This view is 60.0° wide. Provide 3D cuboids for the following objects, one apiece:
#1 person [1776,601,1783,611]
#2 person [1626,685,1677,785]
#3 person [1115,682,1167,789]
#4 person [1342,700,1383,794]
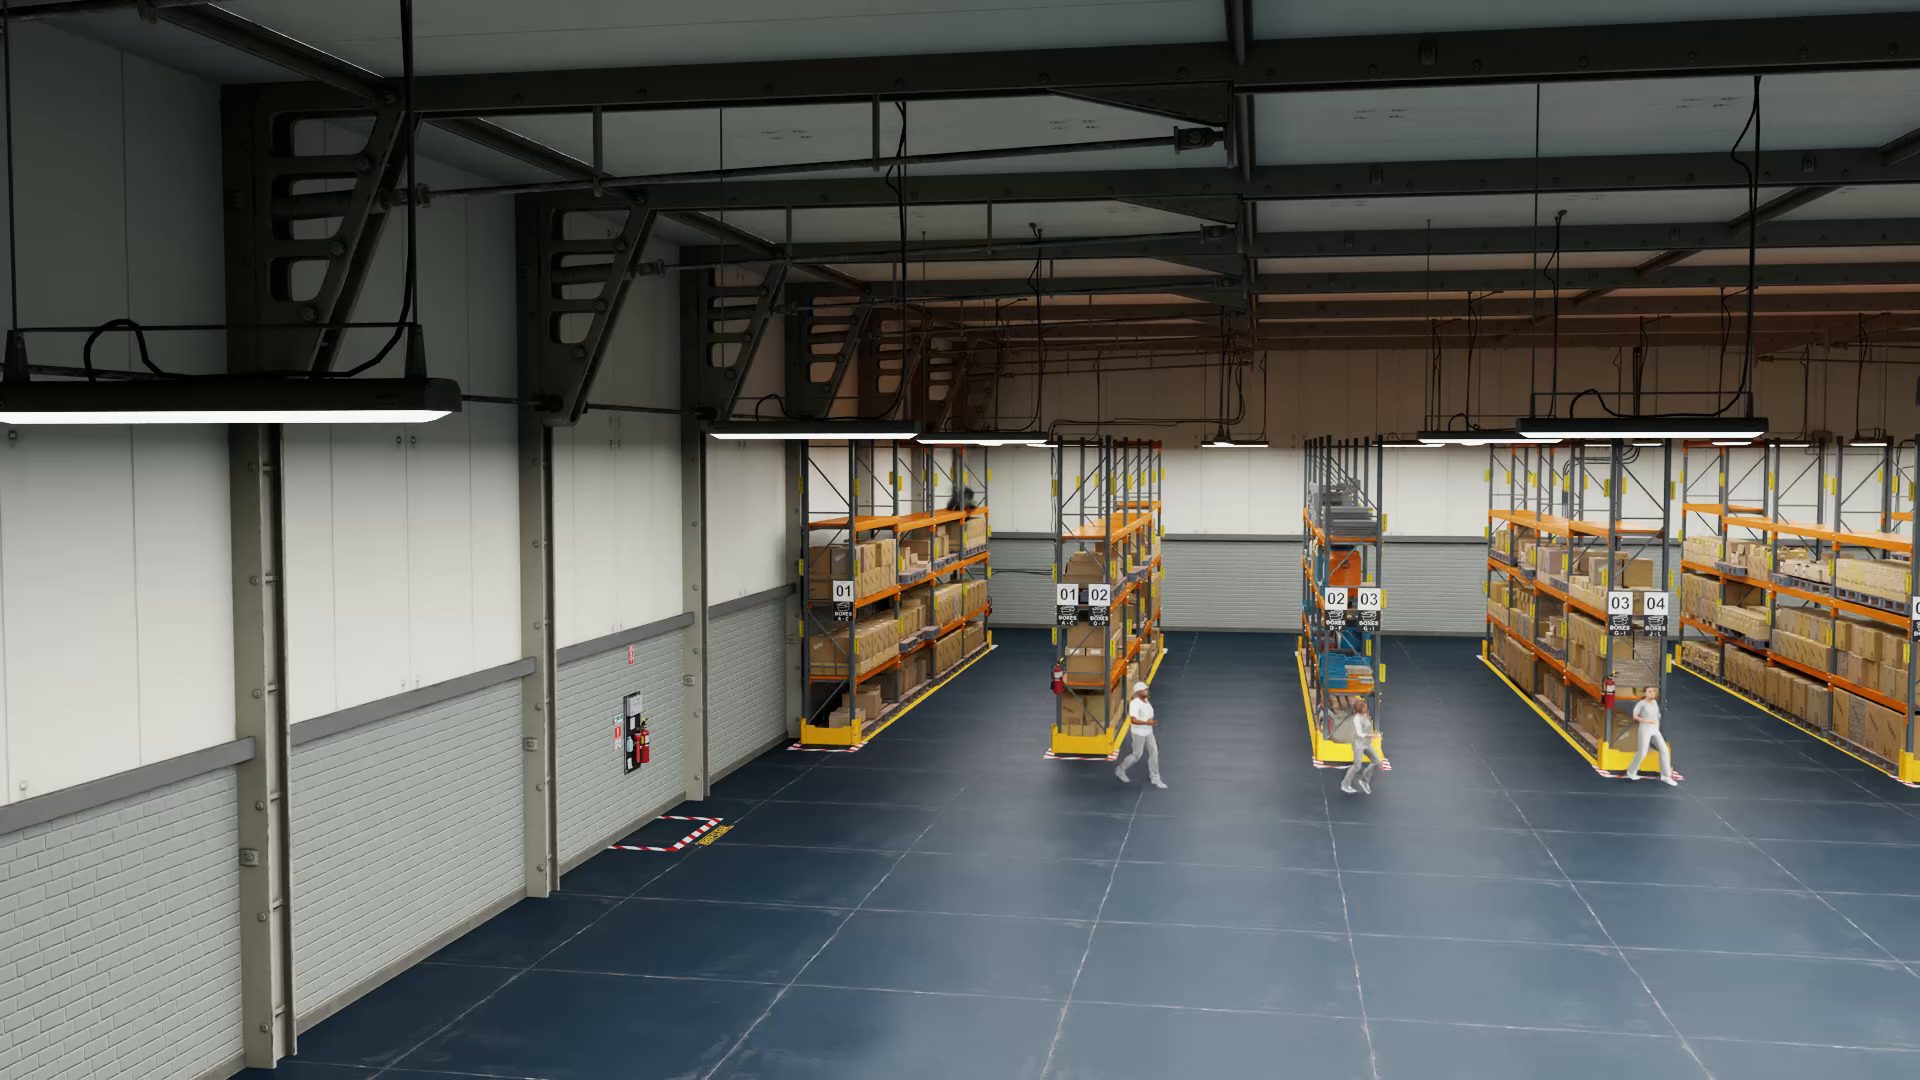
[{"bbox_3d":[22.264,2.477,45.211,0.769,1.655,0.607,0,3,8],"label":"person"},{"bbox_3d":[11.807,3.312,28.443,0.618,1.659,0.860,-1,3,-22],"label":"person"},{"bbox_3d":[3.077,3.305,28.260,0.922,1.798,0.704,2,4,33],"label":"person"},{"bbox_3d":[6.669,3.427,27.506,0.698,1.576,0.506,3,4,41],"label":"person"}]
